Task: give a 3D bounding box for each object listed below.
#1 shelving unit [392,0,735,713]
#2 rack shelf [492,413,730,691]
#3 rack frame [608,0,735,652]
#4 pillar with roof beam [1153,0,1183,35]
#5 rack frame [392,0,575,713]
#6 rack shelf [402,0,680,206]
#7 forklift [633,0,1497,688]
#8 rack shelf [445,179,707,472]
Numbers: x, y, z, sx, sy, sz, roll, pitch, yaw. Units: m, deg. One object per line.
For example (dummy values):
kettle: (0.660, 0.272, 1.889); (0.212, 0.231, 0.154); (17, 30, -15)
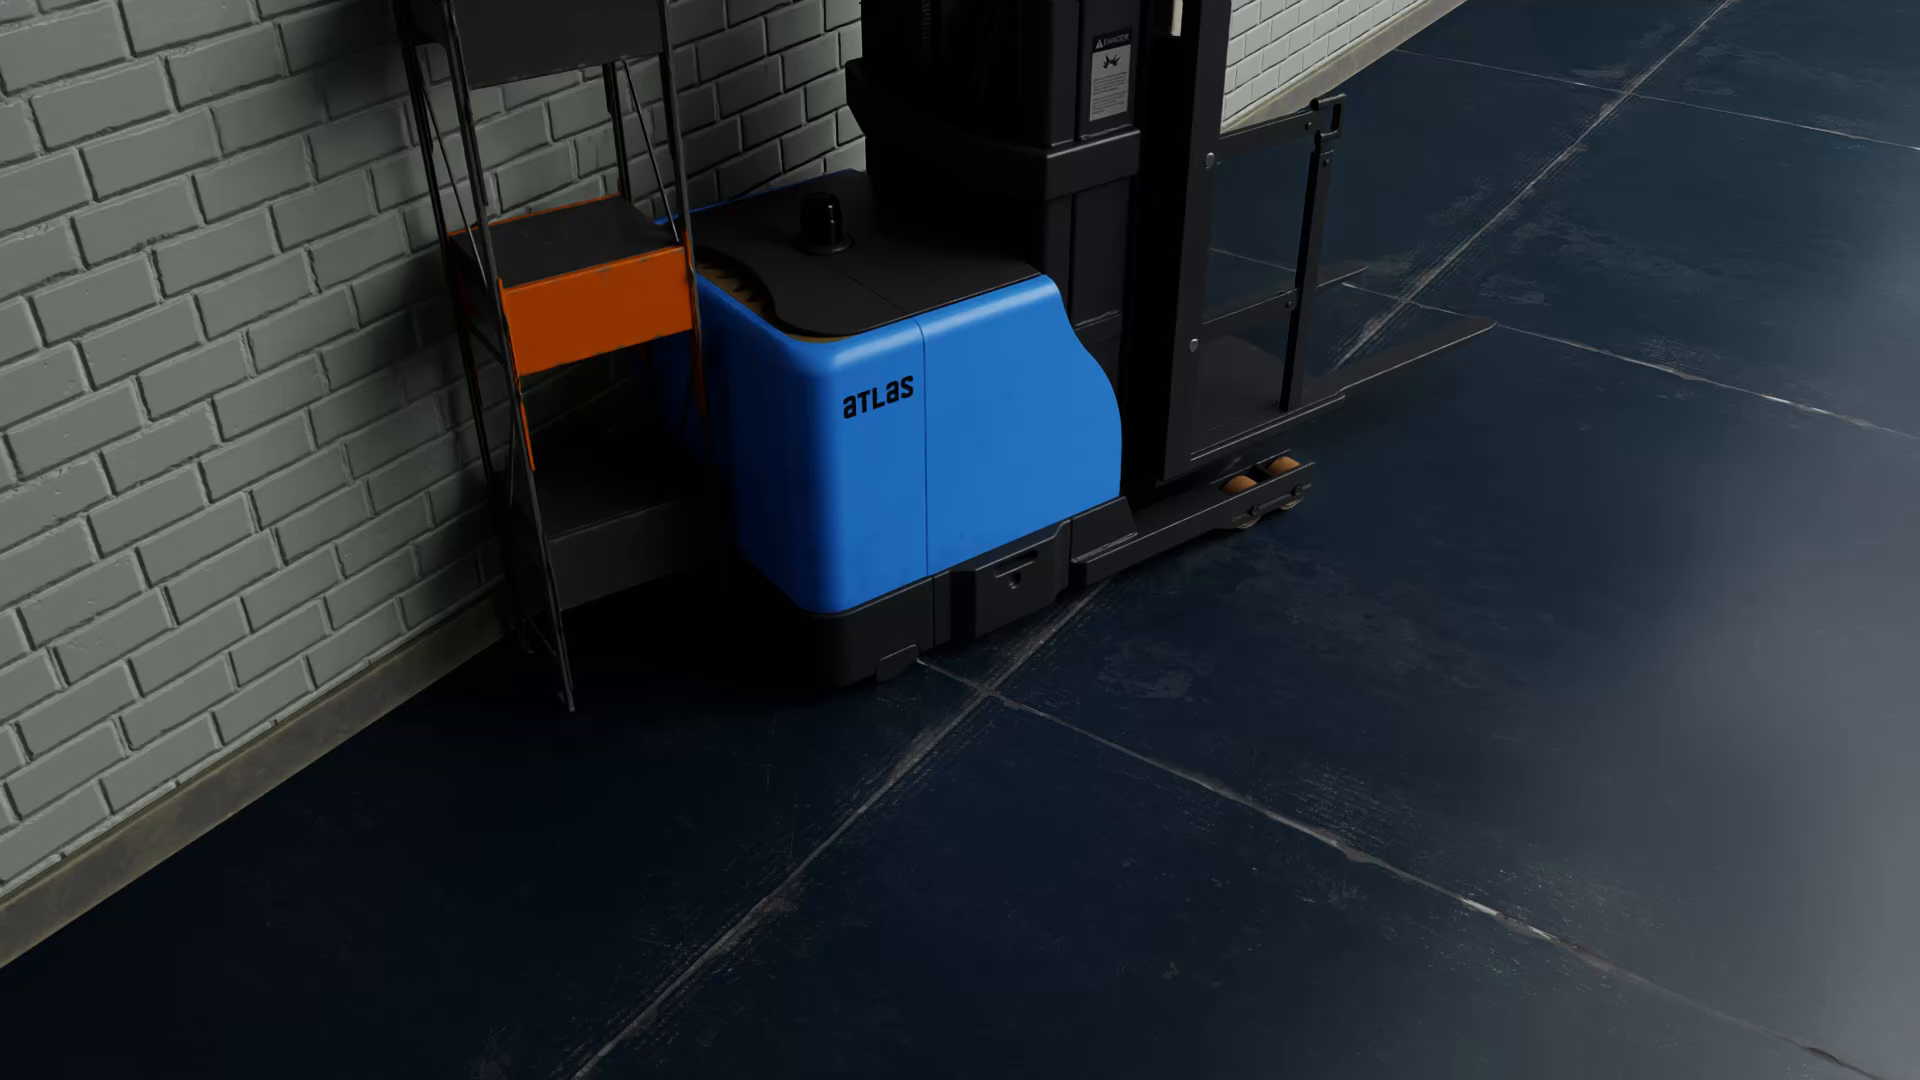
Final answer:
shelving unit: (-0.971, -0.565, 4.208); (0.503, 2.100, 0.431); (-20, 39, -27)
rack shelf: (-0.967, 0.024, 4.610); (0.480, 0.518, 0.431); (-20, 39, -27)
rack frame: (-0.767, -0.641, 4.317); (0.015, 2.100, 0.400); (-20, 39, -27)
pillar with roof beam: (4.356, -3.690, 2.673); (9.100, 9.000, 0.400); (21, 39, 28)
rack frame: (-1.176, -0.489, 4.098); (0.015, 2.100, 0.400); (-20, 39, -27)
rack shelf: (-0.975, -1.132, 3.820); (0.480, 0.518, 0.431); (-20, 39, -27)
forklift: (0.530, -1.466, 4.801); (3.031, 2.935, 1.130); (-22, 40, -29)
rack shelf: (-0.971, -0.554, 4.215); (0.480, 0.518, 0.431); (-20, 39, -27)
